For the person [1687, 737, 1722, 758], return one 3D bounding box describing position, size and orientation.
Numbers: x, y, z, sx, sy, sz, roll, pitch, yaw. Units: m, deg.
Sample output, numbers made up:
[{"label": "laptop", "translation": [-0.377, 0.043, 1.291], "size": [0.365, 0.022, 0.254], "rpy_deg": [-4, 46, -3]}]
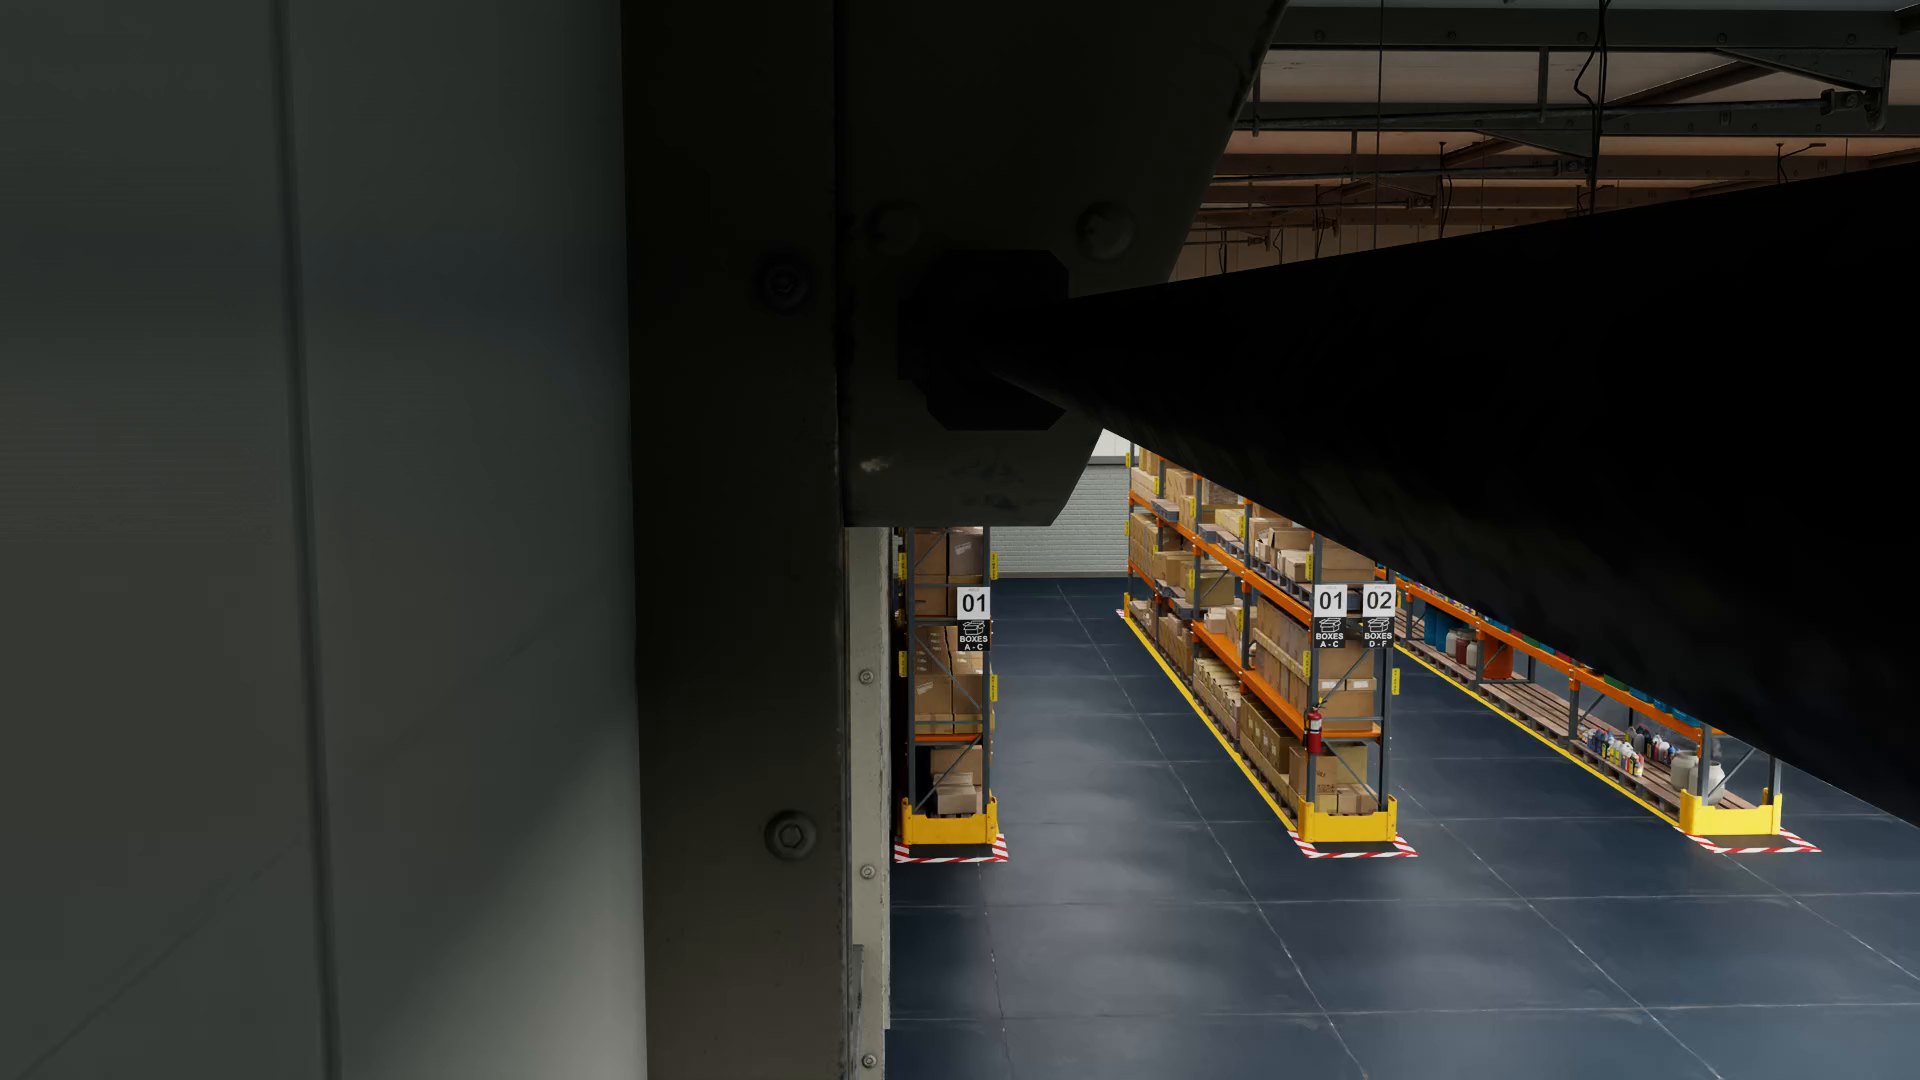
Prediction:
[{"label": "person", "translation": [11.186, 2.394, 24.698], "size": [0.648, 1.590, 1.135], "rpy_deg": [0, 7, -3]}]
